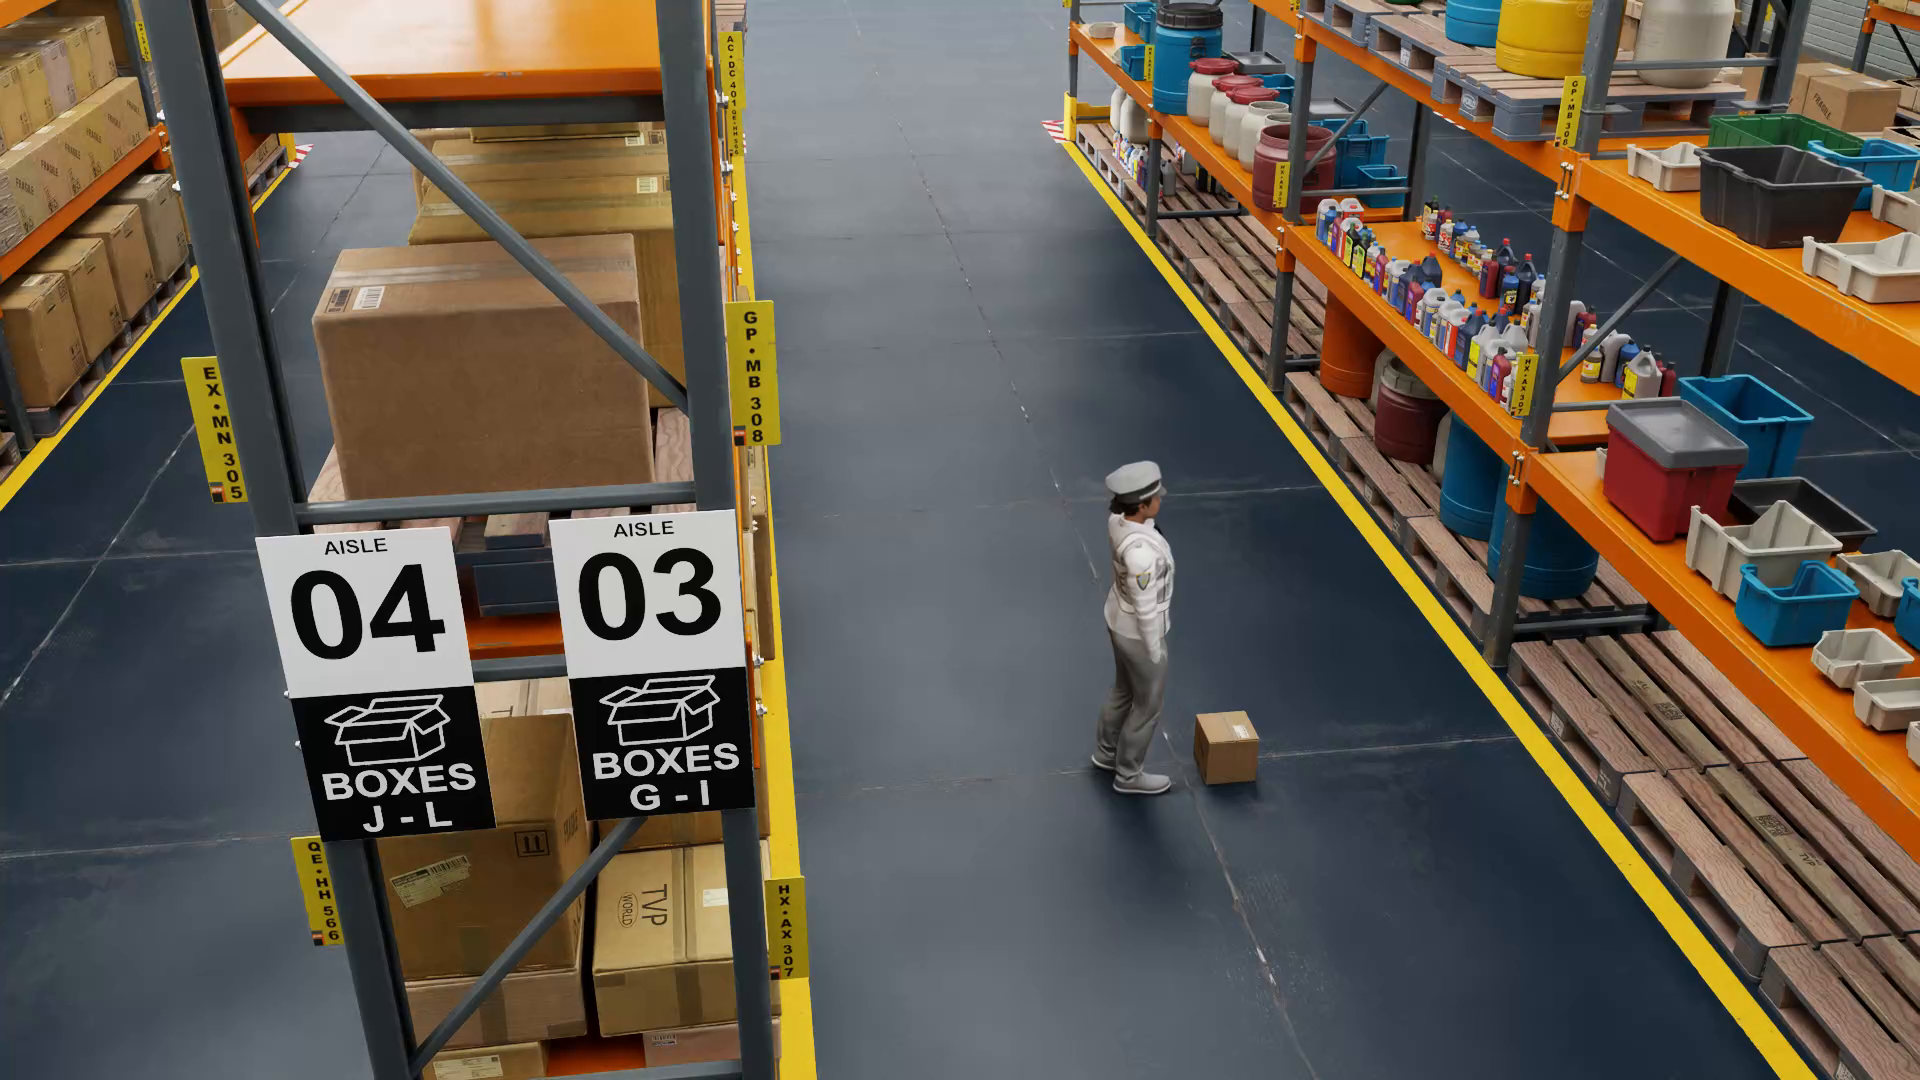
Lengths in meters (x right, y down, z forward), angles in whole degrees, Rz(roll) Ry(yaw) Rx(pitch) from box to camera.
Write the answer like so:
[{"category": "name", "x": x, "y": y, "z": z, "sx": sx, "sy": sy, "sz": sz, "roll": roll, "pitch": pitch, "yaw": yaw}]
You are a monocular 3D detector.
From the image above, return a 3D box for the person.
[{"category": "person", "x": 0.833, "y": 0.434, "z": 7.817, "sx": 0.361, "sy": 1.728, "sz": 0.470, "roll": -3, "pitch": 27, "yaw": -6}]
